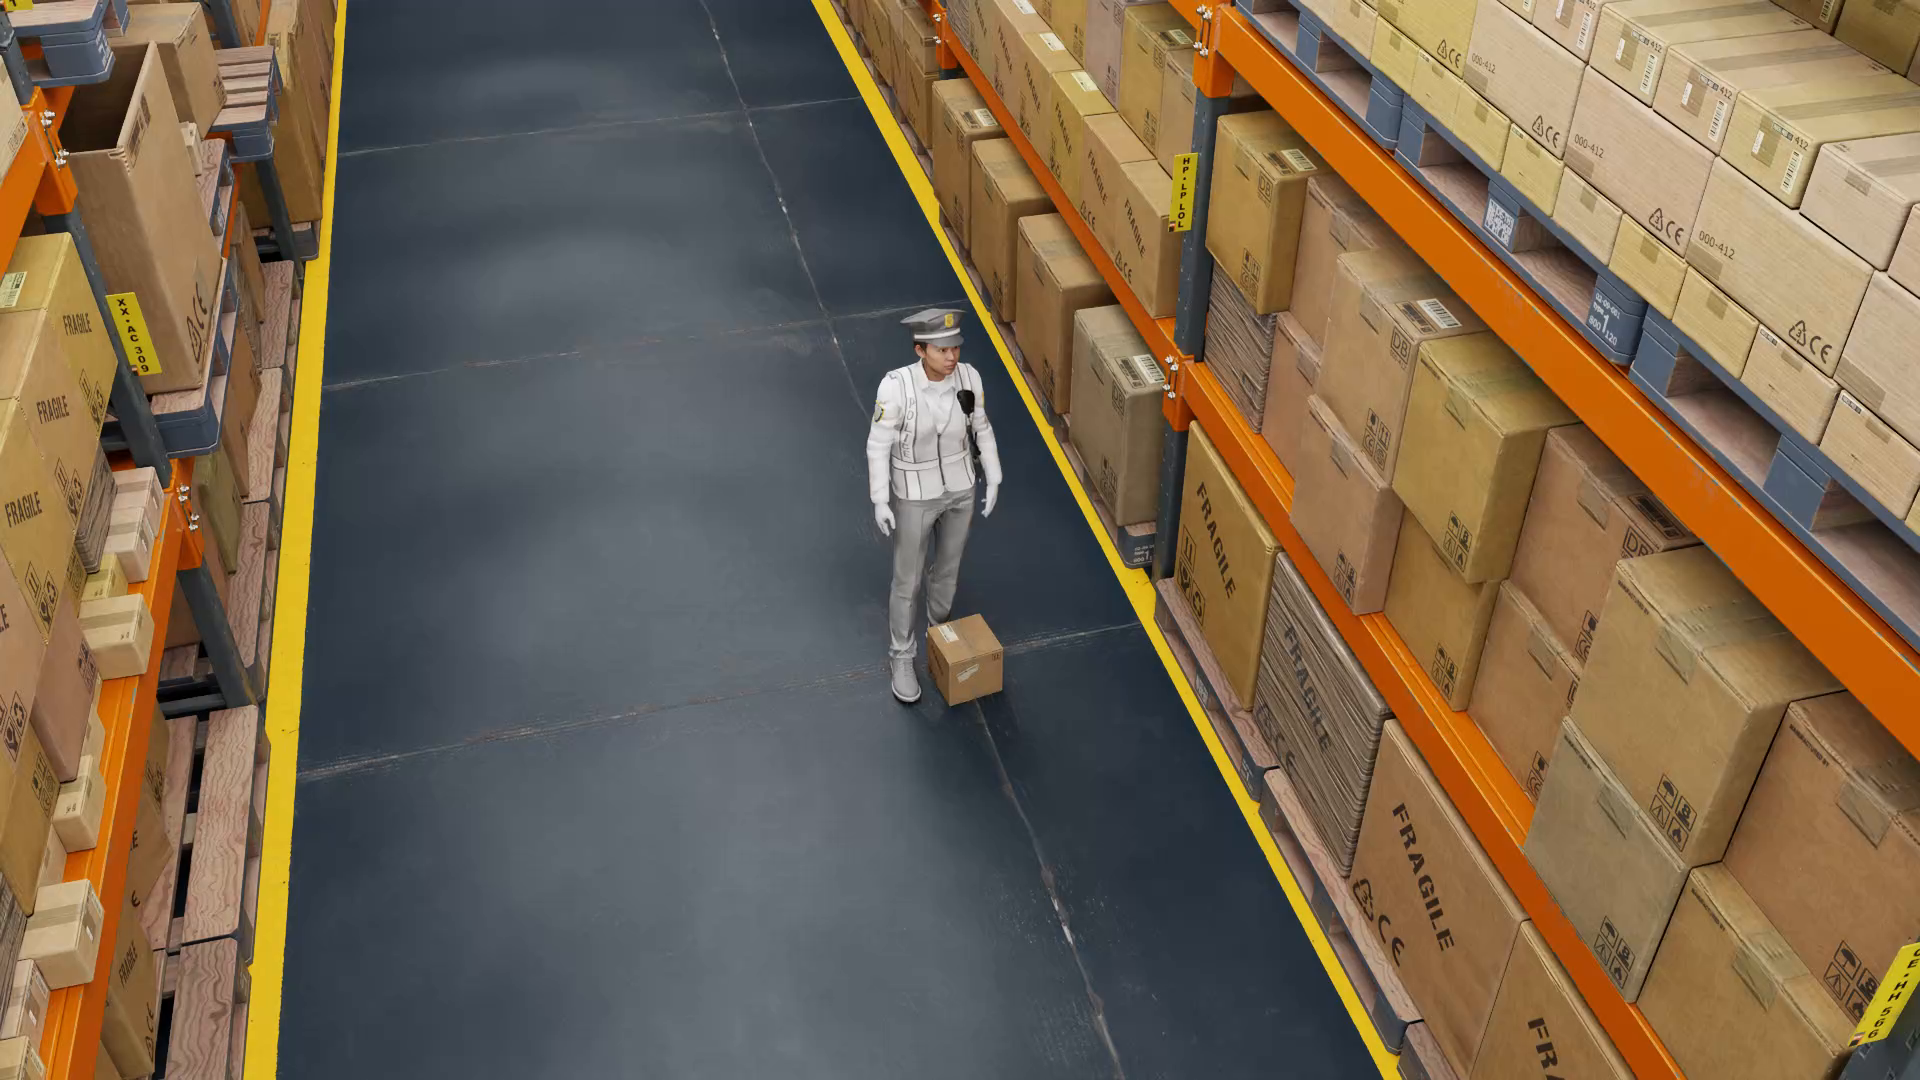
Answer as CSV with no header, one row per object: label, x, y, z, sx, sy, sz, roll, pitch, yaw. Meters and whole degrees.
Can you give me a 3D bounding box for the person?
person,-0.083,-0.168,6.884,0.588,1.697,0.534,-14,41,-17
